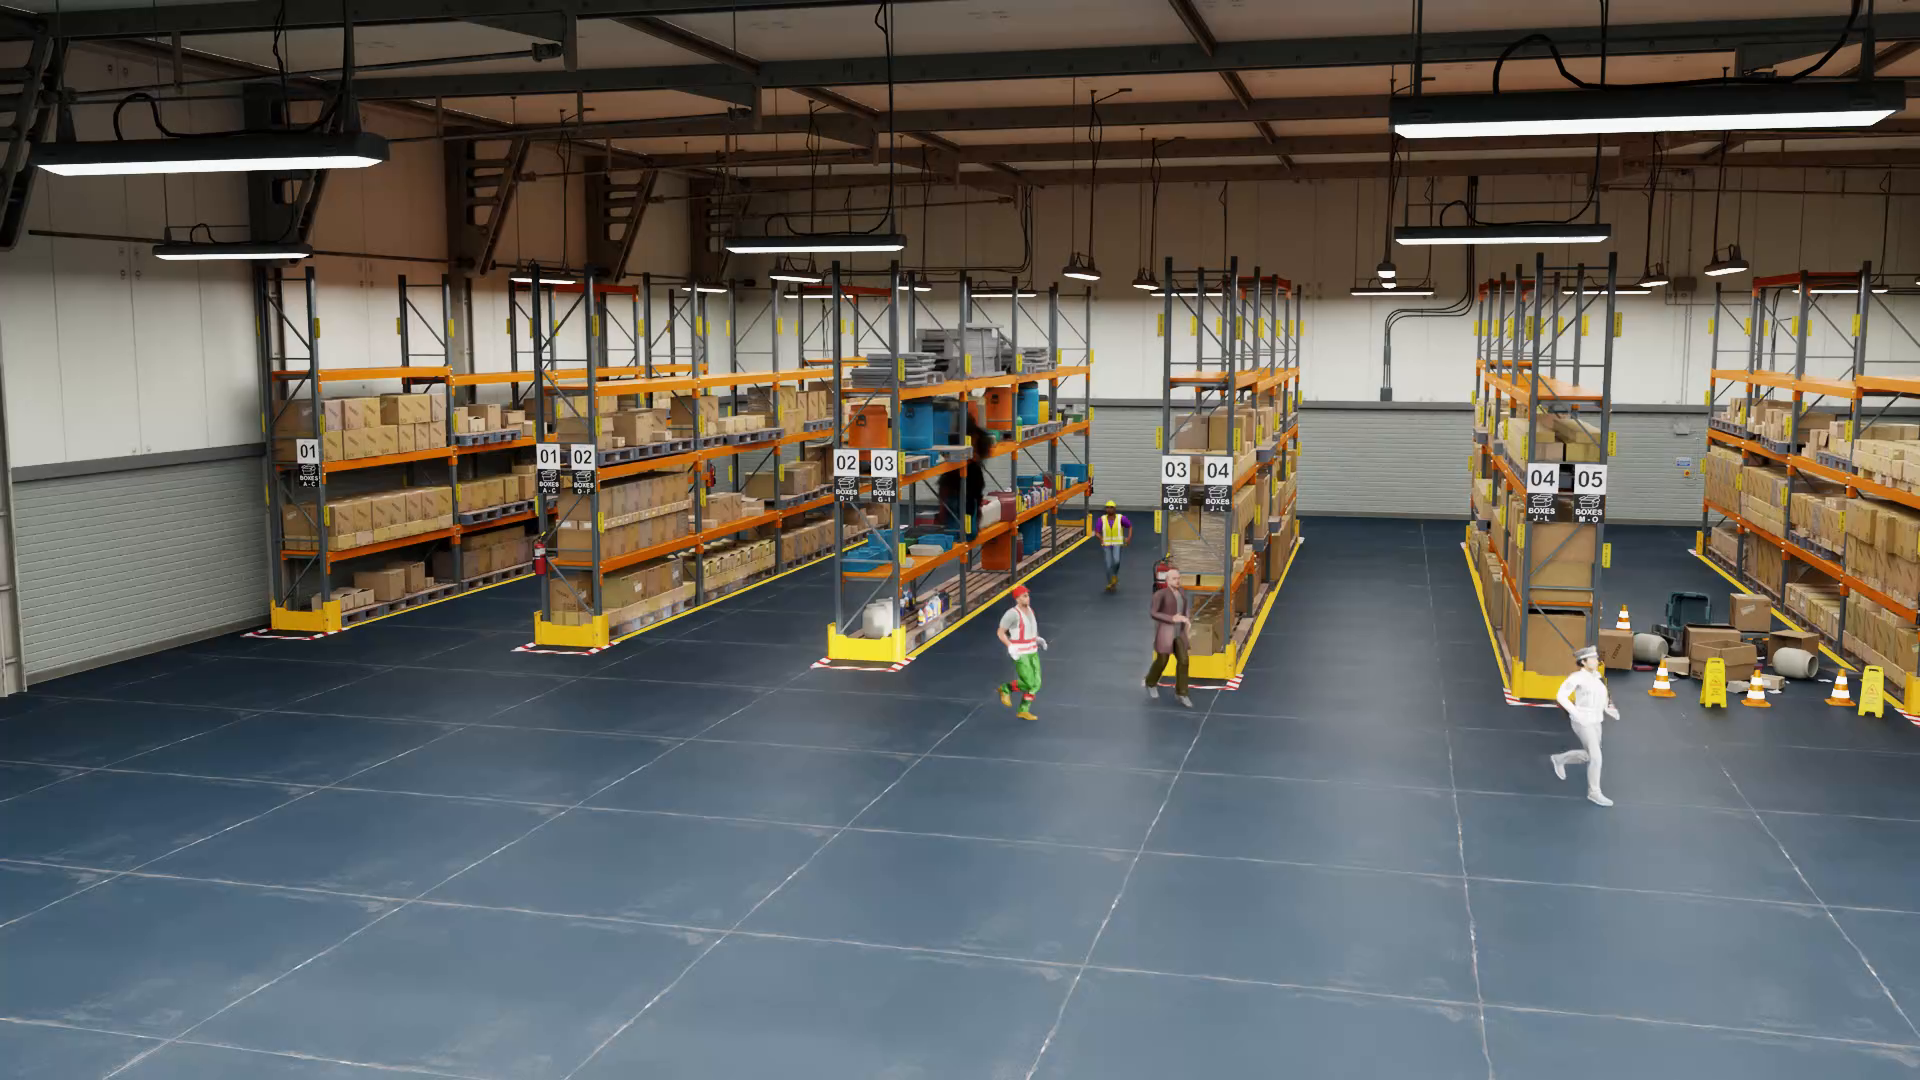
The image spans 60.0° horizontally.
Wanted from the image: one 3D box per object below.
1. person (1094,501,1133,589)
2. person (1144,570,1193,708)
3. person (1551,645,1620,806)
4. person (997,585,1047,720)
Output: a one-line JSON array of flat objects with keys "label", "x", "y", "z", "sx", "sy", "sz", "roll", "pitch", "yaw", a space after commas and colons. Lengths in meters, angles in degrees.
[{"label": "person", "x": 2.907, "y": 0.112, "z": 31.736, "sx": 0.712, "sy": 1.717, "sz": 0.687, "roll": 2, "pitch": 7, "yaw": 13}, {"label": "person", "x": 2.813, "y": 1.304, "z": 22.303, "sx": 0.734, "sy": 1.847, "sz": 0.874, "roll": -4, "pitch": 8, "yaw": -29}, {"label": "person", "x": 6.645, "y": 1.948, "z": 17.760, "sx": 0.618, "sy": 1.681, "sz": 0.781, "roll": -5, "pitch": 9, "yaw": -36}, {"label": "person", "x": 0.794, "y": 1.441, "z": 21.419, "sx": 0.591, "sy": 1.732, "sz": 0.673, "roll": 7, "pitch": 10, "yaw": 42}]
